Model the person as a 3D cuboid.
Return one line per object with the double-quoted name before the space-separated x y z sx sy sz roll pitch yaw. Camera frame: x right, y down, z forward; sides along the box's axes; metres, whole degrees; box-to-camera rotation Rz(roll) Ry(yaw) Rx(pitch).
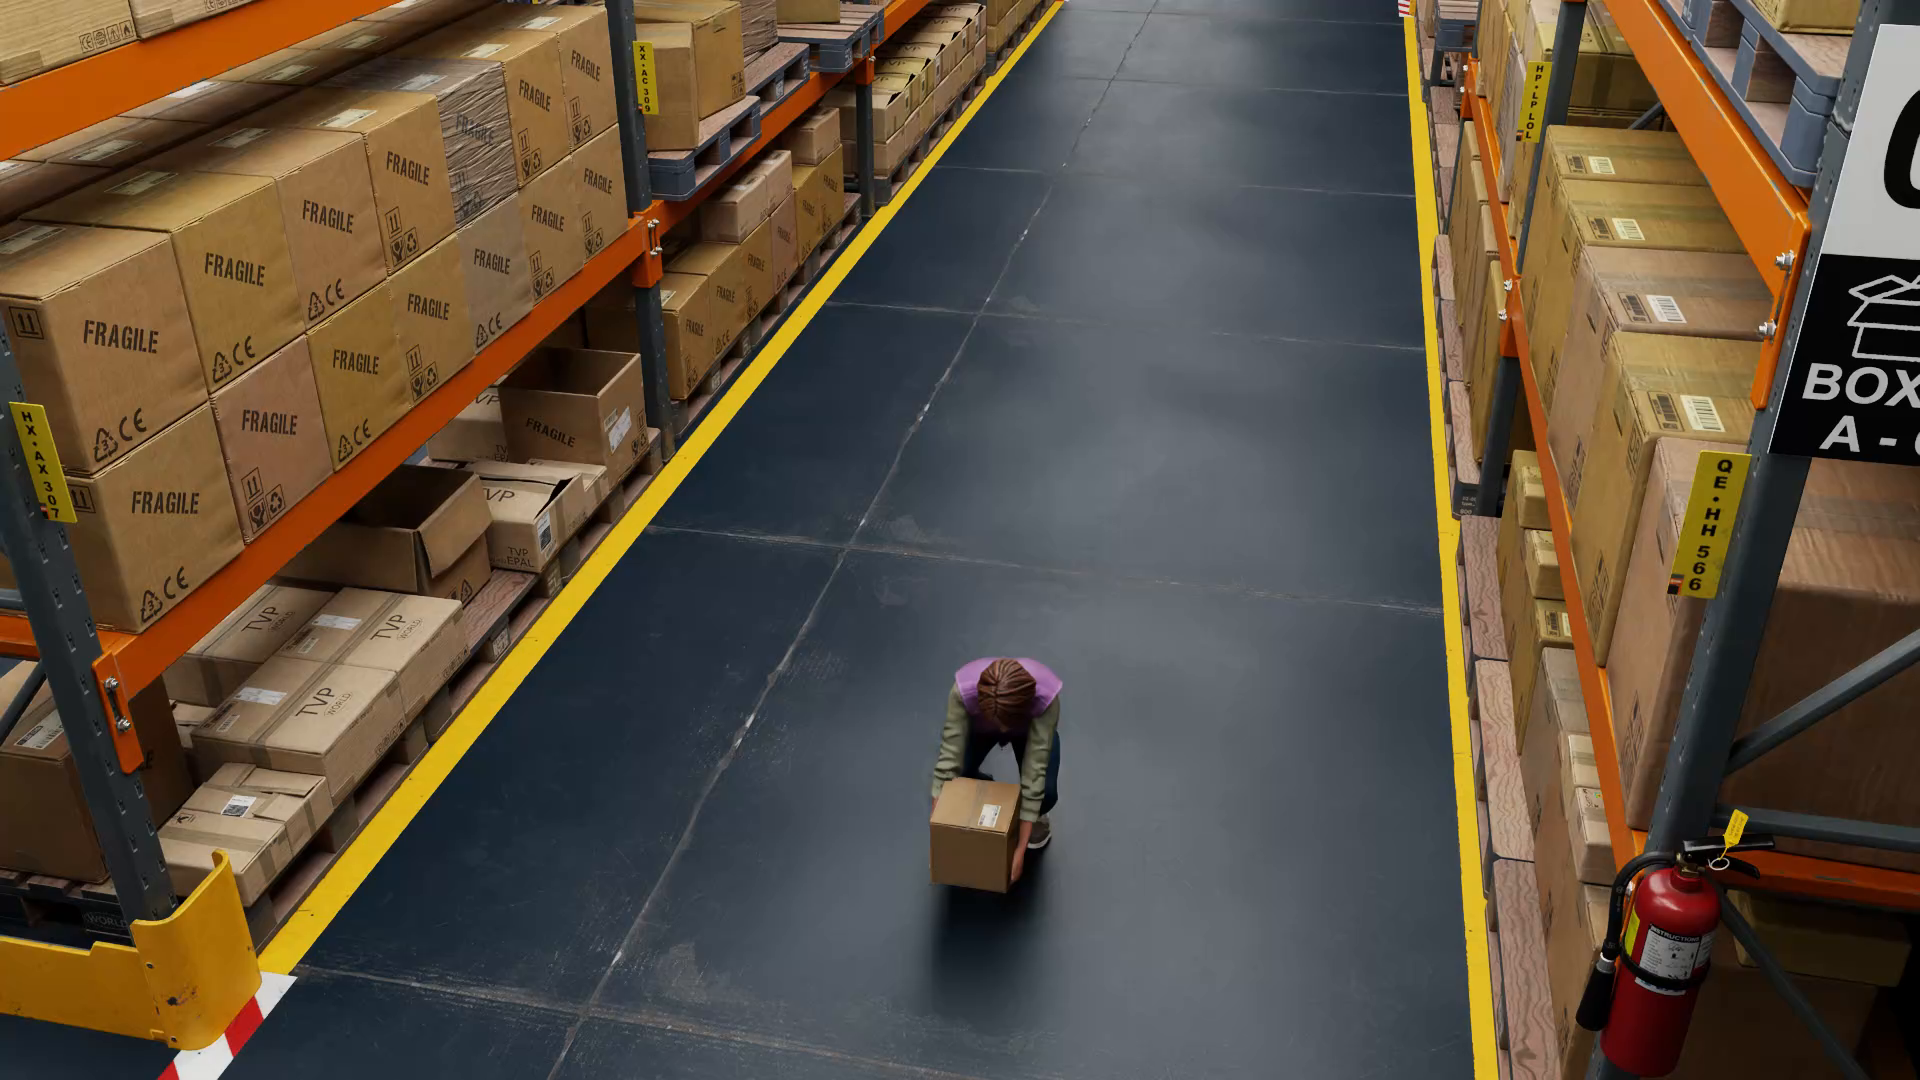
"person" 0.136 0.696 5.623 0.427 0.894 0.820 5 30 10
